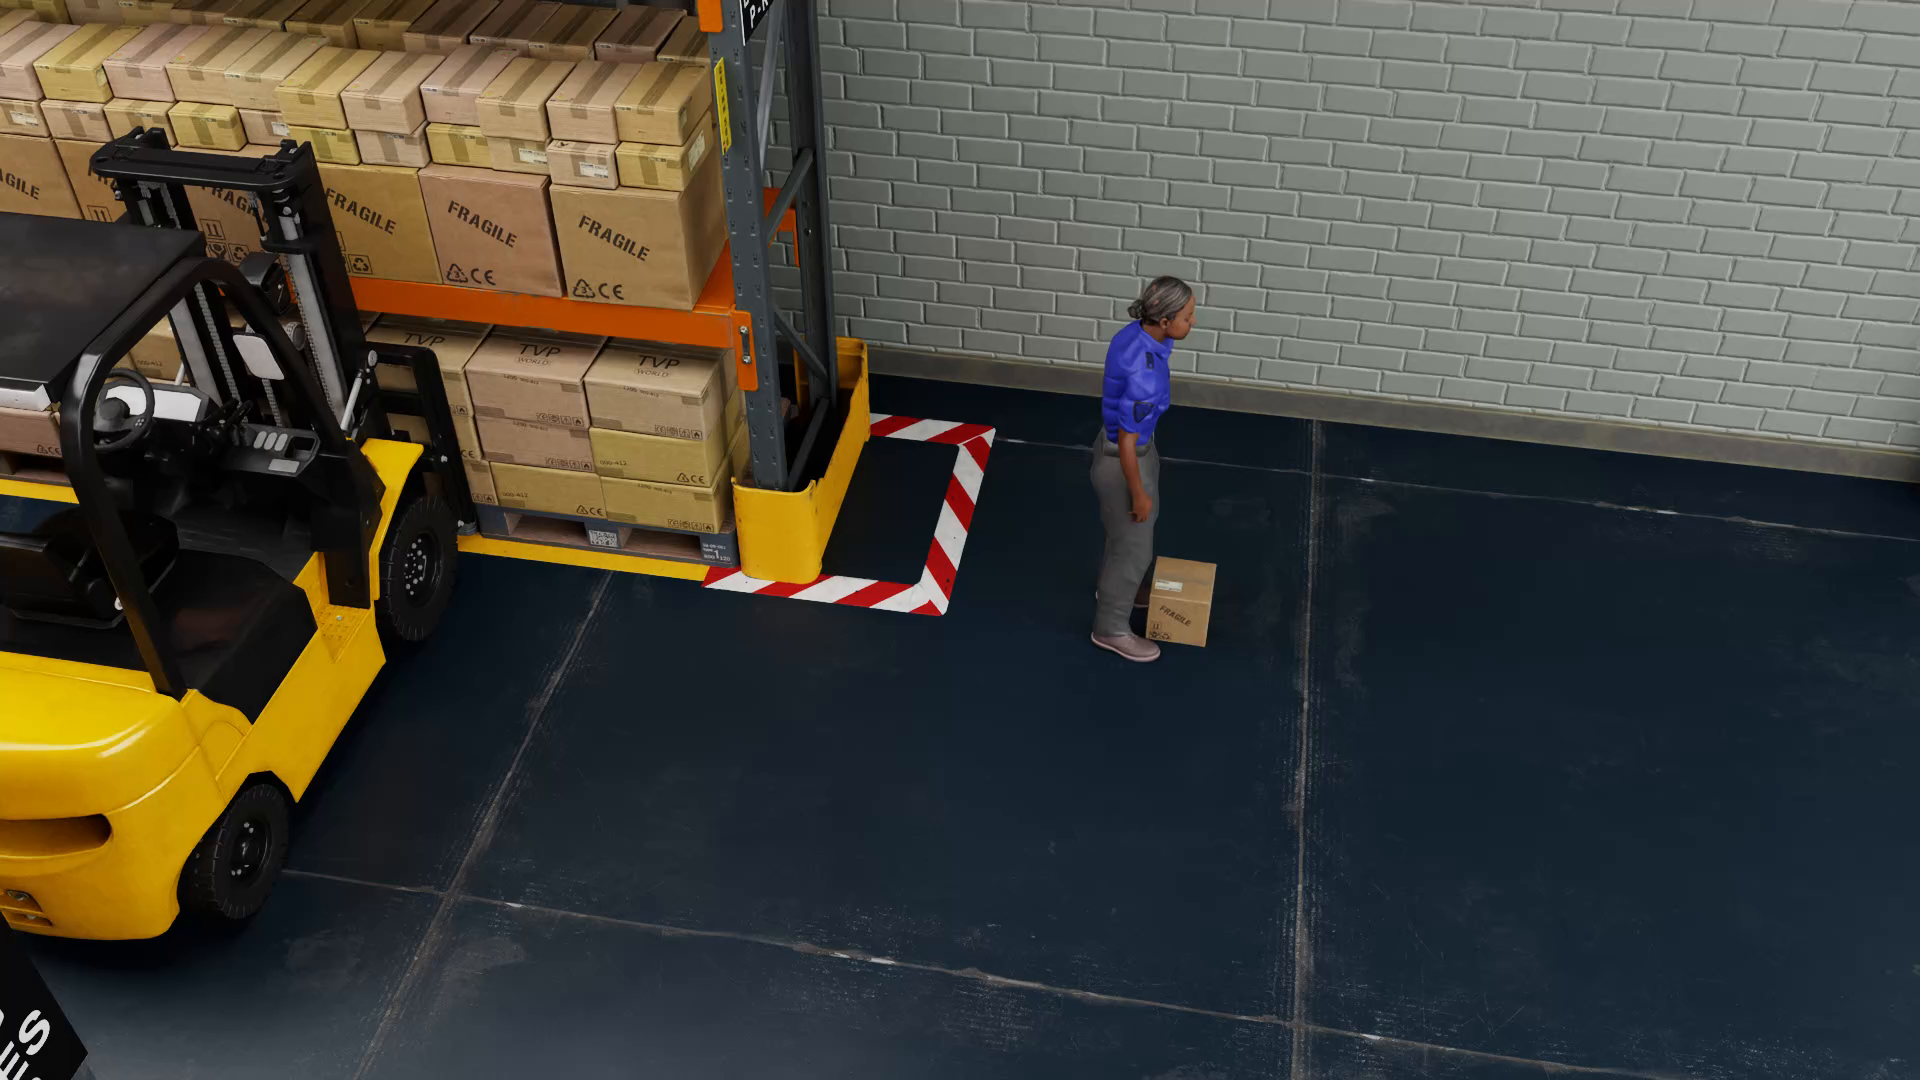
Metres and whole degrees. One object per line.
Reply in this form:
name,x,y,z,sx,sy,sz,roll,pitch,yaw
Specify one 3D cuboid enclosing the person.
person,0.688,-0.295,6.504,0.350,1.653,0.527,4,41,5
